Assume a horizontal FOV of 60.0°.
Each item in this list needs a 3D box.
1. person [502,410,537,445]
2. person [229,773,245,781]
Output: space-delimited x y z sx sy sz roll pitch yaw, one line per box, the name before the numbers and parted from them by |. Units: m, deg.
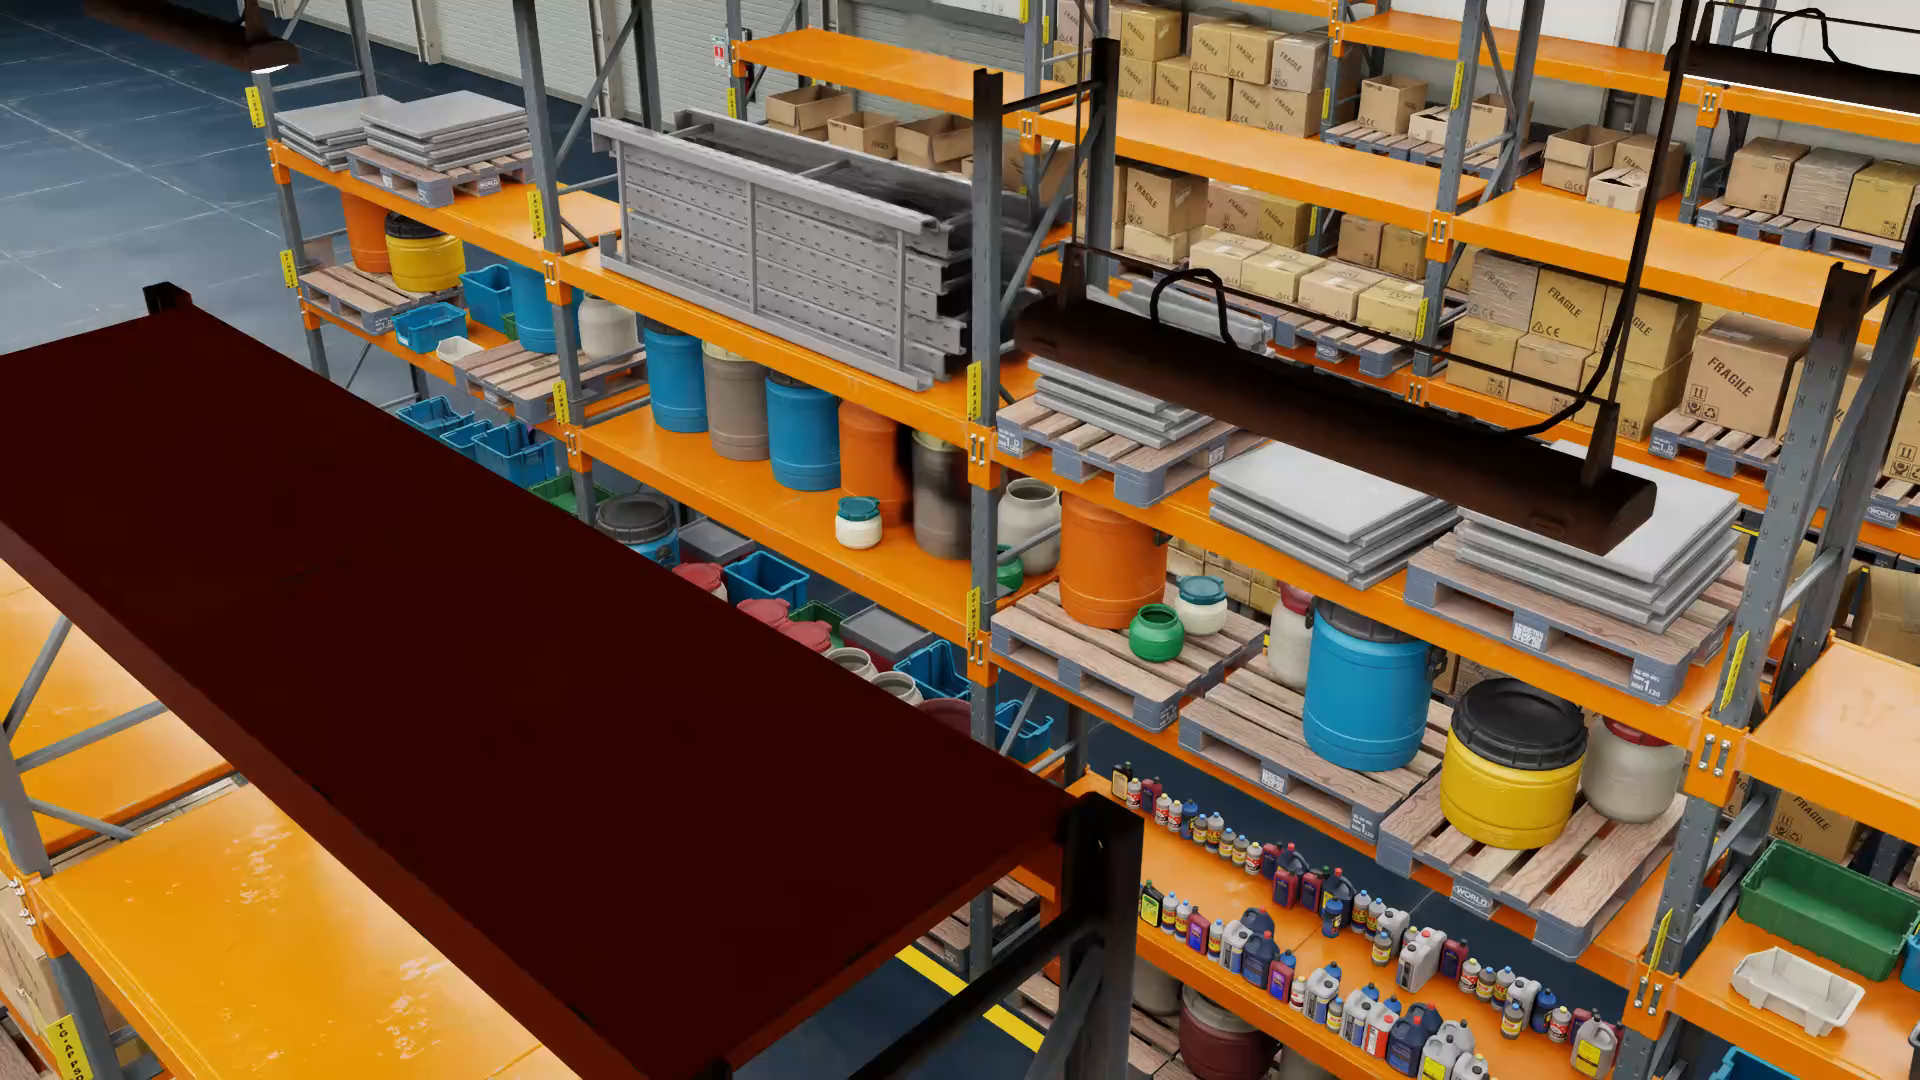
person | -4.451 -1.158 16.741 0.473 1.549 0.603 12 32 21
person | -5.121 1.772 11.361 0.840 1.710 0.554 23 37 35
